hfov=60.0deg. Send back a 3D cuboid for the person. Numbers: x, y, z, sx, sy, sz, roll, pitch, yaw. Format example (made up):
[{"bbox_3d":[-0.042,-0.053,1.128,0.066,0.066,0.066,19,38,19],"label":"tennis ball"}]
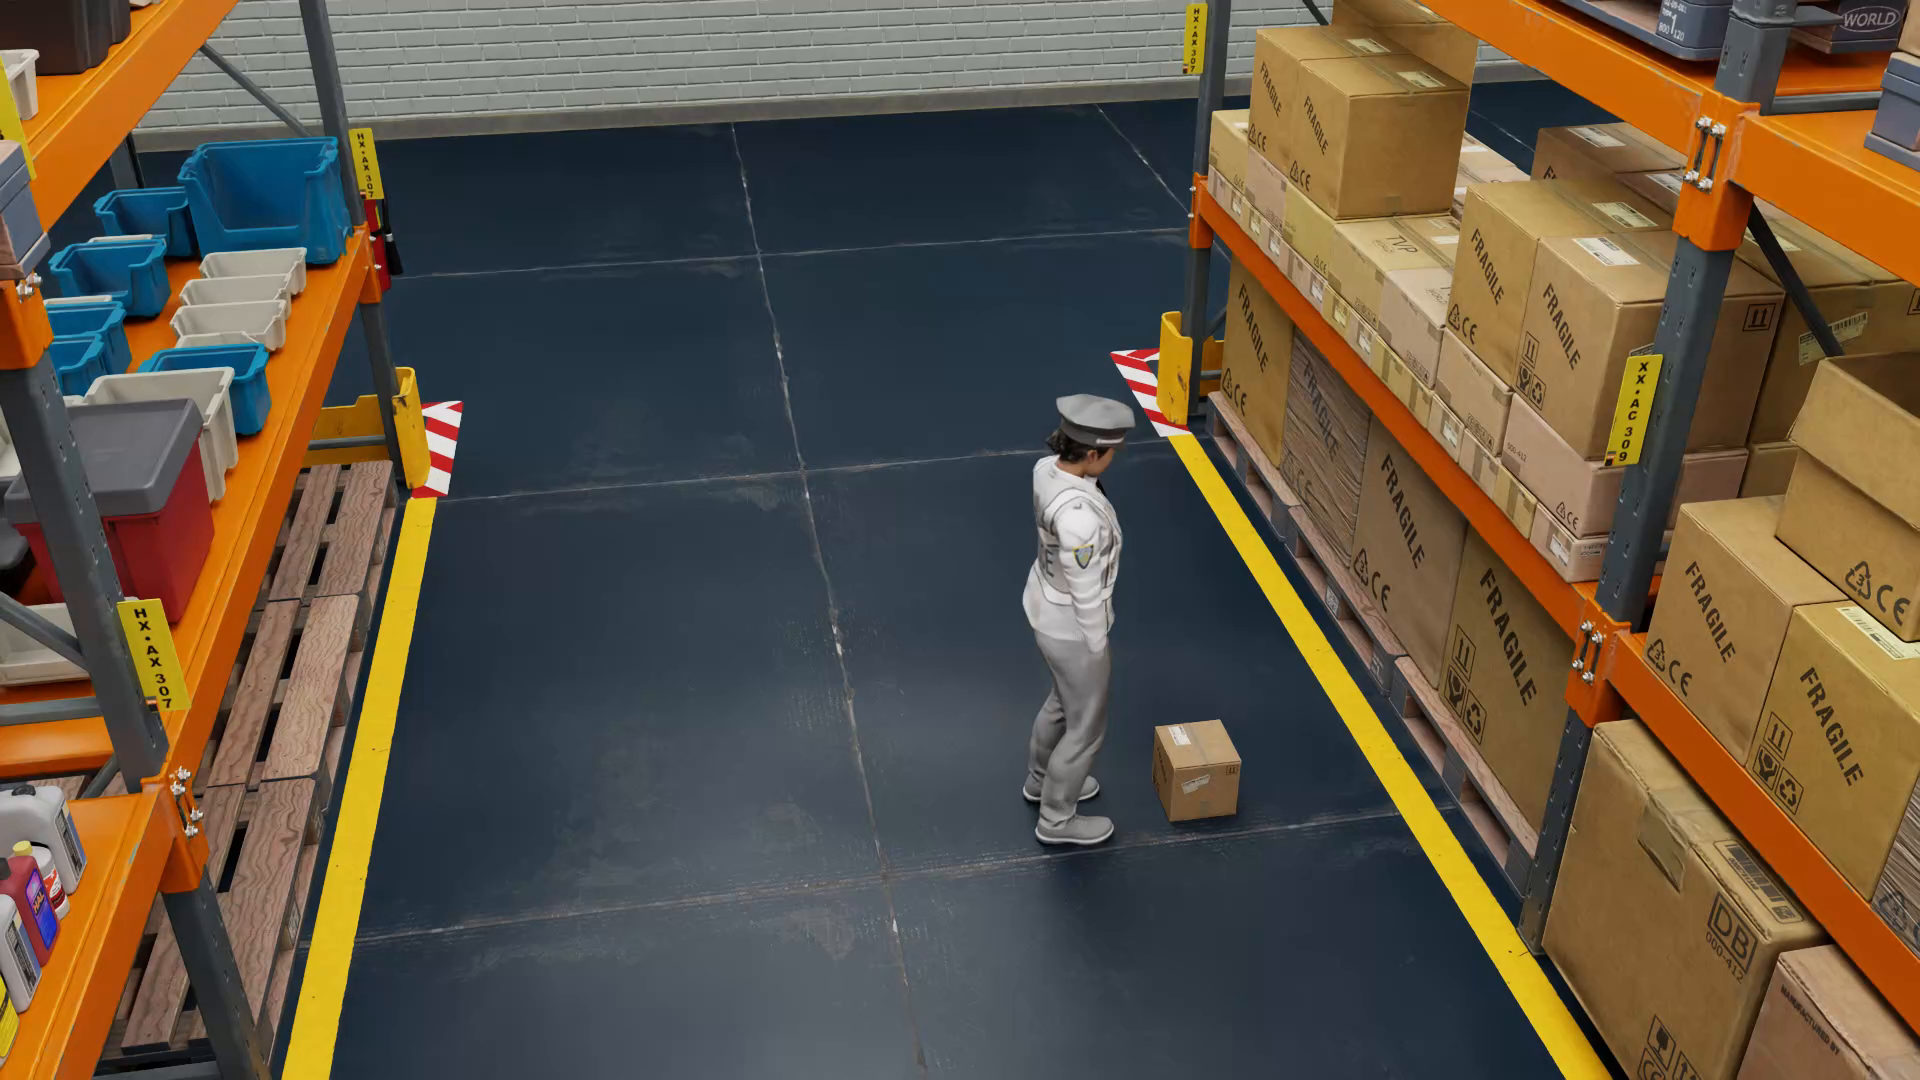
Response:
[{"bbox_3d":[0.385,0.279,5.679,0.338,1.659,0.476,-5,31,-8],"label":"person"}]
